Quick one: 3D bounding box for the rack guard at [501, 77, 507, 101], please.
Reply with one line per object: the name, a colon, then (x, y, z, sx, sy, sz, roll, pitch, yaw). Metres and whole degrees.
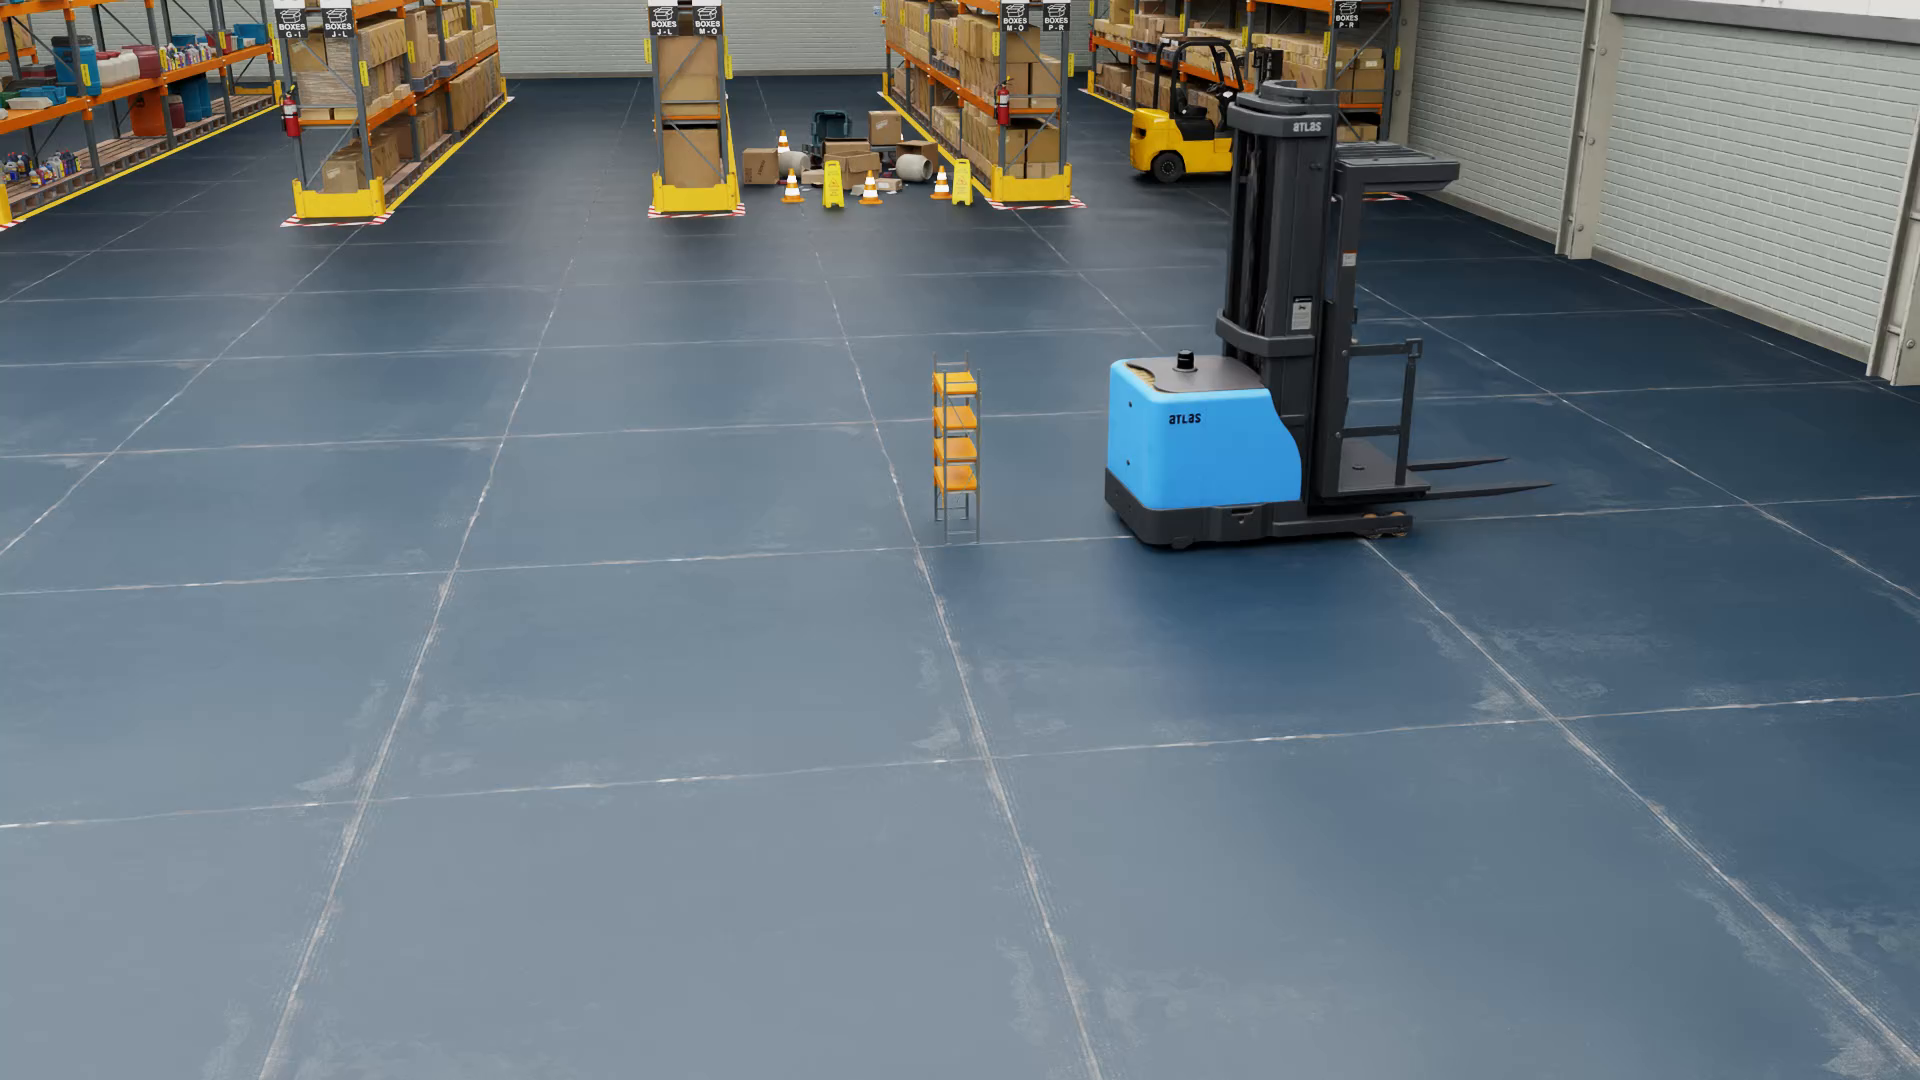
rack guard: (-11.047, -10.359, 38.236, 1.175, 0.500, 0.348, -3, 21, -8)

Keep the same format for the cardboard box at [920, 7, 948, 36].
cardboard box: (-0.500, -10.109, 32.424, 0.500, 0.500, 0.500, -3, 21, -7)

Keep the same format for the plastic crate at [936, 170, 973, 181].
plastic crate: (-0.093, -5.914, 26.935, 0.402, 0.080, 0.583, -11, 23, -26)

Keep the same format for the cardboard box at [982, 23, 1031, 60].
cardboard box: (0.714, -7.477, 24.952, 0.700, 0.500, 0.500, -3, 21, -7)

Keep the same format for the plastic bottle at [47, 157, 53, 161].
plastic bottle: (-13.953, -5.756, 25.604, 0.152, 0.276, 0.135, -3, 21, -8)

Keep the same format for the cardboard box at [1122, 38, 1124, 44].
cardboard box: (3.823, -11.138, 37.108, 0.380, 0.149, 0.250, -2, 21, -6)

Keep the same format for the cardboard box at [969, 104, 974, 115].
cardboard box: (0.345, -6.988, 26.970, 0.380, 0.149, 0.250, -2, 21, -6)

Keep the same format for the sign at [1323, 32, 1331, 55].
sign: (5.441, -7.364, 24.652, 0.100, 0.325, 0.005, -3, 21, -8)

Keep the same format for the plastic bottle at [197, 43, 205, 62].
plastic bottle: (-14.912, -9.562, 32.600, 0.144, 0.351, 0.185, -3, 21, -8)

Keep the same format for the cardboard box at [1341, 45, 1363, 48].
cardboard box: (6.087, -7.533, 25.603, 0.380, 0.149, 0.250, -3, 21, -7)

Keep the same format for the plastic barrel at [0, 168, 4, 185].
plastic barrel: (-13.882, -5.161, 23.701, 0.421, 0.512, 0.421, 0, 20, 0)

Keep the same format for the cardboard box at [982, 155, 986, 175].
cardboard box: (0.619, -5.836, 25.884, 0.500, 0.250, 0.500, -3, 21, -8)

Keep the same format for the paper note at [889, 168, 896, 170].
paper note: (-1.120, -6.206, 27.788, 0.148, 0.019, 0.142, -3, 21, -8)

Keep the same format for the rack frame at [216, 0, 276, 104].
rack frame: (-15.945, -11.271, 37.107, 1.000, 3.000, 0.127, -3, 21, -8)

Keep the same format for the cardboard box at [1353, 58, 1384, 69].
cardboard box: (6.188, -7.214, 25.174, 0.380, 0.149, 0.250, -3, 21, -9)

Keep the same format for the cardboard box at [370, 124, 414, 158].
cardboard box: (-9.381, -6.615, 27.585, 0.700, 0.500, 0.500, -5, 21, -12)

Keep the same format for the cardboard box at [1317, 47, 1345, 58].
cardboard box: (5.654, -7.420, 25.301, 0.380, 0.149, 0.250, -3, 21, -8)

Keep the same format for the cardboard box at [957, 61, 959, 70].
cardboard box: (0.145, -8.110, 28.400, 0.380, 0.149, 0.250, -3, 21, -7)

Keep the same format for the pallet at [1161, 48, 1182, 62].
pallet: (4.660, -9.644, 33.025, 1.213, 0.211, 1.003, -3, 21, -8)

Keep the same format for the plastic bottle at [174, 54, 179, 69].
plastic bottle: (-14.643, -8.935, 31.036, 0.097, 0.271, 0.097, 0, 20, 0)

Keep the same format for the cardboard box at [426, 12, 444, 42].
cardboard box: (-9.980, -9.522, 30.847, 0.797, 0.503, 0.637, -2, 21, -6)

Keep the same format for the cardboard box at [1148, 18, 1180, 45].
cardboard box: (4.287, -10.502, 34.303, 0.700, 0.500, 0.500, -3, 21, -8)

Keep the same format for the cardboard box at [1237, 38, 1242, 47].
cardboard box: (5.096, -8.751, 29.290, 0.380, 0.149, 0.250, -3, 21, -8)

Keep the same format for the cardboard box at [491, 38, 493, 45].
cardboard box: (-10.557, -11.033, 36.828, 0.380, 0.149, 0.250, -3, 21, -7)

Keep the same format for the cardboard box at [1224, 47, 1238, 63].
cardboard box: (4.999, -8.617, 29.499, 0.500, 0.250, 0.500, -3, 21, -9)

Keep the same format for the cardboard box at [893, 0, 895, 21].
cardboard box: (-1.214, -11.827, 37.022, 0.500, 0.500, 0.500, -3, 21, -8)

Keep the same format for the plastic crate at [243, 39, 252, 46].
plastic crate: (-15.621, -10.802, 36.141, 0.396, 0.136, 0.243, -3, 21, -8)

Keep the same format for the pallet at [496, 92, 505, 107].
pallet: (-10.851, -9.942, 37.533, 1.003, 0.211, 1.213, -3, 21, -8)

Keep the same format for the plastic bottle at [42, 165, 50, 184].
plastic bottle: (-13.656, -5.456, 24.809, 0.097, 0.271, 0.097, 0, 20, 0)

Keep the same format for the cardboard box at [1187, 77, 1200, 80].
cardboard box: (4.821, -9.474, 34.340, 0.380, 0.149, 0.250, -3, 21, -7)

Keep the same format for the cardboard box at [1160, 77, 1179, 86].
cardboard box: (4.342, -9.451, 34.279, 0.380, 0.149, 0.250, -4, 21, -10)

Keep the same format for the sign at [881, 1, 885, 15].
sign: (-1.787, -12.438, 38.880, 0.100, 0.325, 0.005, -3, 21, -8)

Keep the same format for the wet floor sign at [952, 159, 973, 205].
wet floor sign: (0.038, -5.259, 24.374, 0.267, 0.644, 0.232, 4, 21, 11)

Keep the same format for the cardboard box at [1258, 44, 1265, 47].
cardboard box: (5.228, -8.255, 27.962, 0.380, 0.149, 0.250, -2, 21, -6)

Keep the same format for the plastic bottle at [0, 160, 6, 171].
plastic bottle: (-14.421, -5.569, 24.996, 0.144, 0.351, 0.185, -3, 21, -8)

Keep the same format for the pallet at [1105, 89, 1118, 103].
pallet: (3.973, -10.242, 38.338, 1.003, 0.211, 1.213, -3, 21, -8)

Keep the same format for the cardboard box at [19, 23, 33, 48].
cardboard box: (-20.513, -10.928, 36.046, 0.500, 0.500, 0.500, -2, 21, -6)

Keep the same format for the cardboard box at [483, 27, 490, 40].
cardboard box: (-10.565, -11.084, 36.395, 0.500, 0.250, 0.500, -4, 21, -10)

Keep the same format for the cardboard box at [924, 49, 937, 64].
cardboard box: (-0.414, -9.343, 32.158, 0.500, 0.250, 0.500, -4, 21, -10)

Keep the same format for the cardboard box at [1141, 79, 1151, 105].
cardboard box: (4.184, -9.551, 35.473, 0.500, 0.500, 0.500, -3, 21, -8)

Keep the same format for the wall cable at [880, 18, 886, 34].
wall cable: (-2.073, -14.463, 44.155, 0.585, 1.953, 0.123, -3, 21, -8)

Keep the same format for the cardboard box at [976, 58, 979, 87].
cardboard box: (0.527, -7.365, 26.080, 0.500, 0.500, 0.500, -3, 21, -7)

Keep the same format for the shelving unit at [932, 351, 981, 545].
shelving unit: (-0.024, -0.619, 11.160, 0.258, 1.200, 0.503, -3, 21, -8)

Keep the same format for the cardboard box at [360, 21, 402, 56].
cardboard box: (-8.904, -7.706, 25.564, 0.500, 0.500, 0.500, -3, 21, -8)

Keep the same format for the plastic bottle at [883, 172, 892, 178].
plastic bottle: (-1.177, -5.948, 27.055, 0.133, 0.061, 0.283, 1, 20, 2)

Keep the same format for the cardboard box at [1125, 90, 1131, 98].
cardboard box: (3.880, -9.927, 36.982, 0.380, 0.149, 0.250, -4, 21, -9)

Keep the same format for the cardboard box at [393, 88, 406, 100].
cardboard box: (-8.843, -6.932, 25.847, 0.380, 0.149, 0.250, -3, 21, -8)

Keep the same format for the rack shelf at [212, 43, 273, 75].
rack shelf: (-15.657, -10.242, 35.379, 1.077, 0.370, 4.000, -3, 21, -8)

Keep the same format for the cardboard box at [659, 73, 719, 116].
cardboard box: (-3.913, -6.393, 23.832, 0.875, 0.550, 0.550, -3, 21, -8)

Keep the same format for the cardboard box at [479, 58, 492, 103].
cardboard box: (-10.613, -9.882, 35.823, 0.875, 0.875, 0.875, -3, 21, -8)

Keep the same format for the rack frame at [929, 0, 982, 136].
rack frame: (-0.084, -9.251, 31.698, 1.000, 3.000, 0.127, -3, 21, -8)

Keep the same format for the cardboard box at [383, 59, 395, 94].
cardboard box: (-9.101, -7.051, 25.239, 0.875, 0.500, 0.500, -3, 21, -8)

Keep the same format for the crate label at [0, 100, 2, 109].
crate label: (-14.172, -6.372, 23.939, 0.502, 0.435, 0.616, -3, 21, -8)

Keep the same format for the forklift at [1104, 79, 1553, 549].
forklift: (2.594, -1.557, 11.196, 3.031, 2.935, 1.130, -4, 21, -11)

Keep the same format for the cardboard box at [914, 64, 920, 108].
cardboard box: (-0.492, -9.627, 35.141, 0.875, 0.875, 0.875, -2, 21, -6)
